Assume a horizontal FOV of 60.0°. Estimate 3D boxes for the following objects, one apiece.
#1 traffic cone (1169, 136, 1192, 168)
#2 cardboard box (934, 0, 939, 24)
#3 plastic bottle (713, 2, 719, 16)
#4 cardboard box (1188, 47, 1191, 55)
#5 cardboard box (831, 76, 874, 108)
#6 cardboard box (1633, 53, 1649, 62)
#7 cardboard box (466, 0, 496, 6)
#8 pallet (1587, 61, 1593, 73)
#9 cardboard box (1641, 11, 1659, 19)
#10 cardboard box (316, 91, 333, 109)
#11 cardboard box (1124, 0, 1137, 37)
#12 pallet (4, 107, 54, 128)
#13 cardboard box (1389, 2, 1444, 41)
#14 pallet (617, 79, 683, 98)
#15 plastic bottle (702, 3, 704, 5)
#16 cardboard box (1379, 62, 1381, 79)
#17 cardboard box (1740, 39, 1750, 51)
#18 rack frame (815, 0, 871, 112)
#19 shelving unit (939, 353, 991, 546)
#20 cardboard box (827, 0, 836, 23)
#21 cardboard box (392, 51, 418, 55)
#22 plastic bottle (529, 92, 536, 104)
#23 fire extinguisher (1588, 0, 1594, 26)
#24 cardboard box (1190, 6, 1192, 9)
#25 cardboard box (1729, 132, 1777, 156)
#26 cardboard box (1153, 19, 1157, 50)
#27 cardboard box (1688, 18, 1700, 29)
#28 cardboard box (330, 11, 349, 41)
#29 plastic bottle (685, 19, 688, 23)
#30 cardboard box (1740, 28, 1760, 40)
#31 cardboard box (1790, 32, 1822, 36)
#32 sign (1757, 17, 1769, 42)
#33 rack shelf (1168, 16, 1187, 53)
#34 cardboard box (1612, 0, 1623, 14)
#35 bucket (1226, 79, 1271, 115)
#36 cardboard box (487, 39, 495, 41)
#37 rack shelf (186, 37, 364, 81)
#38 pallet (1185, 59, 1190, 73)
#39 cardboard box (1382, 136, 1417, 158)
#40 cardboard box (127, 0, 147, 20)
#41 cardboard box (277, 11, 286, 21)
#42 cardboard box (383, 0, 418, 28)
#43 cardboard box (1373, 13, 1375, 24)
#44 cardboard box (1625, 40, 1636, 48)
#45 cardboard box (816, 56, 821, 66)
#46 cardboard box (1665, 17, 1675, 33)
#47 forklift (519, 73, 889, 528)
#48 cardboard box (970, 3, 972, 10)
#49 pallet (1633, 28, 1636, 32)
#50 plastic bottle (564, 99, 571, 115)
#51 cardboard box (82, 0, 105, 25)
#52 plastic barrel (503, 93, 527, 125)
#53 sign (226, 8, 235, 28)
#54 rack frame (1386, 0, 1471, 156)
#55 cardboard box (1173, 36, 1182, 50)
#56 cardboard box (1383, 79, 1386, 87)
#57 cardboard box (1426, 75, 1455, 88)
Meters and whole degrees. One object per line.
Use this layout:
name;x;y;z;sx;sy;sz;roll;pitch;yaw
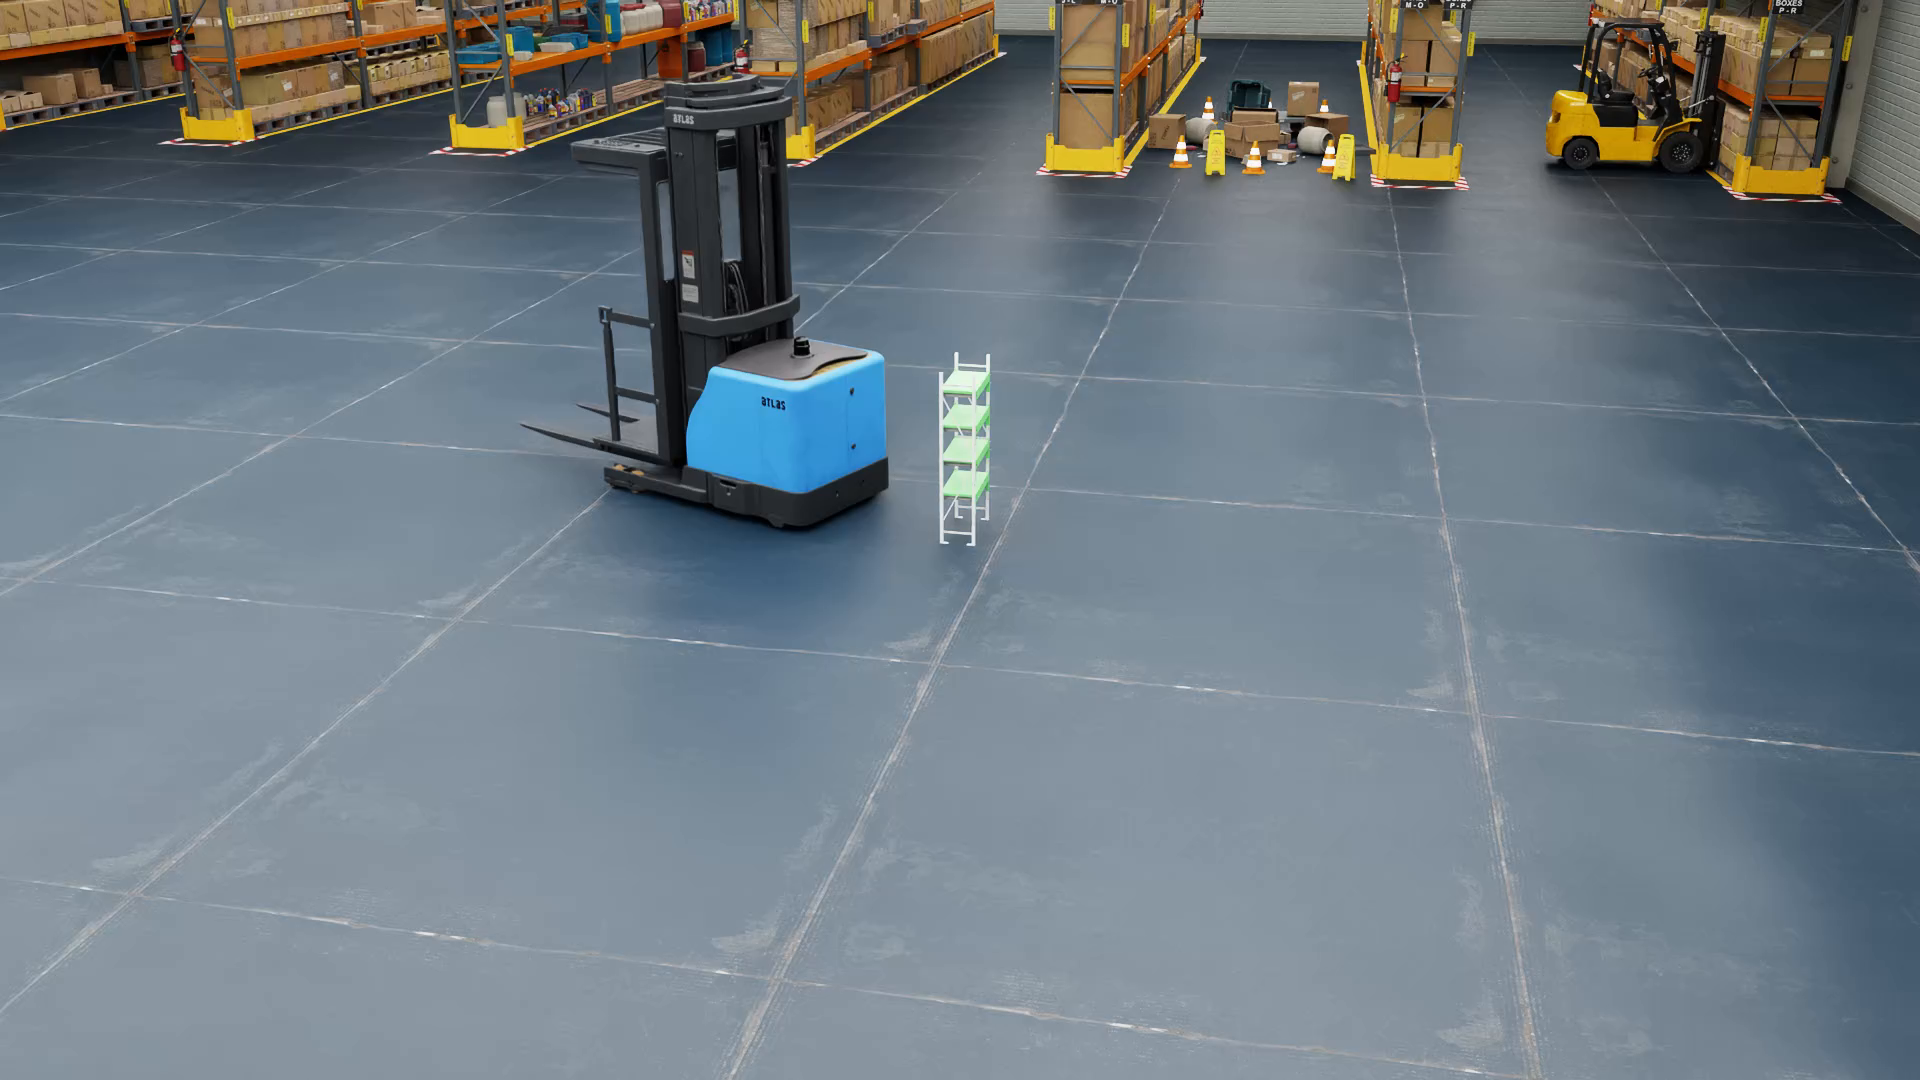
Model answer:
traffic cone;3.409;-5.989;25.605;0.336;0.463;0.334;4;22;11
cardboard box;-0.722;-11.001;34.519;0.500;0.500;0.500;4;22;10
plastic bottle;-5.341;-11.583;36.264;0.152;0.276;0.135;4;22;11
cardboard box;5.050;-11.151;37.883;0.380;0.149;0.250;5;22;11
cardboard box;-1.962;-8.225;30.519;0.700;0.500;0.500;3;22;7
cardboard box;13.600;-9.585;33.053;0.380;0.149;0.250;4;22;11
cardboard box;-10.597;-11.977;36.382;0.700;0.500;0.500;9;24;21
pallet;14.725;-10.601;37.394;1.003;0.211;1.213;4;22;11
cardboard box;13.168;-9.824;31.370;0.500;0.250;0.500;3;22;8
cardboard box;-11.885;-8.081;30.523;0.500;0.250;0.500;4;22;11
cardboard box;2.294;-8.186;26.017;0.875;0.550;0.550;4;22;11
pallet;-17.256;-7.657;30.082;1.003;0.211;1.213;4;22;11
cardboard box;6.668;-7.591;24.317;0.700;0.500;0.500;4;22;10
pallet;-6.337;-9.225;33.975;1.003;0.211;1.213;4;22;11
plastic bottle;-5.741;-11.892;37.133;0.097;0.201;0.097;0;22;0
cardboard box;8.818;-9.447;33.076;0.875;0.875;0.875;5;22;12
cardboard box;11.640;-7.235;24.301;0.380;0.149;0.250;4;22;9
rack frame;-2.108;-8.958;29.581;1.000;3.000;0.127;4;22;11
shelving unit;0.034;-0.617;11.280;0.258;1.200;0.503;4;22;11
cardboard box;-2.336;-8.689;27.042;0.500;0.500;0.500;4;22;11
cardboard box;-11.482;-9.995;34.523;0.500;0.311;0.500;4;22;10
plastic bottle;-7.653;-7.823;29.719;0.144;0.351;0.185;4;22;10
fire extinguisher;14.480;-12.094;37.971;0.296;0.674;0.183;4;22;11
cardboard box;5.150;-12.304;38.225;0.380;0.149;0.250;3;22;9
cardboard box;11.431;-5.716;23.979;0.500;0.250;0.500;4;22;10
cardboard box;3.200;-8.946;29.417;0.500;0.500;0.500;5;22;11
cardboard box;12.366;-8.602;27.695;0.380;0.149;0.250;4;22;9
cardboard box;-11.890;-9.598;31.036;0.700;0.500;0.500;4;22;10
plastic bottle;-5.736;-10.874;34.505;0.152;0.276;0.135;4;22;11
cardboard box;11.619;-7.374;24.248;0.380;0.149;0.250;5;22;12
cardboard box;12.041;-7.145;23.679;0.380;0.149;0.250;5;22;12
sign;11.109;-7.056;22.991;0.100;0.325;0.005;4;22;11
rack shelf;3.951;-10.403;34.133;1.077;0.370;4.000;4;22;11
cardboard box;14.039;-11.209;34.972;0.500;0.250;0.500;5;22;11
bucket;4.956;-7.504;28.318;0.726;0.611;0.620;13;15;29
cardboard box;-10.306;-10.933;37.241;0.500;0.500;0.500;4;22;9
rack shelf;-12.213;-8.649;29.777;1.077;0.370;4.000;4;22;11
pallet;4.709;-10.871;38.063;1.003;0.211;1.213;4;22;11
cardboard box;6.684;-5.984;25.315;0.500;0.250;0.500;4;22;11
cardboard box;-16.518;-10.525;32.748;0.700;0.500;0.500;5;22;11
cardboard box;-12.070;-9.197;29.172;0.380;0.149;0.250;4;22;10
cardboard box;-11.315;-10.609;33.546;0.500;0.500;0.500;3;22;8
cardboard box;8.653;-10.542;33.715;0.500;0.250;0.500;4;22;10
cardboard box;13.812;-10.110;33.958;0.380;0.149;0.250;4;22;10
cardboard box;-2.466;-7.738;26.887;0.380;0.149;0.250;4;22;11
cardboard box;12.837;-9.124;29.525;0.500;0.250;0.500;5;23;13
forklift;-2.023;-1.852;12.028;3.031;2.935;1.130;14;26;32
cardboard box;0.069;-12.139;37.815;0.380;0.149;0.250;4;22;9
pallet;13.662;-9.911;32.204;1.003;0.211;1.213;4;22;11
plastic bottle;-6.966;-7.686;29.487;0.097;0.271;0.097;0;22;0
cardboard box;-16.545;-9.999;31.335;0.500;0.500;0.500;4;22;11
plastic barrel;-7.611;-7.343;28.339;0.421;0.512;0.421;0;22;0
sign;-12.079;-8.645;27.540;0.100;0.325;0.005;4;22;11
rack frame;6.777;-6.740;24.073;1.000;3.000;0.127;4;22;11
cardboard box;4.455;-10.560;35.339;0.500;0.250;0.500;4;22;9
cardboard box;7.021;-7.346;26.825;0.380;0.149;0.250;5;23;13
cardboard box;7.049;-6.731;24.389;0.380;0.149;0.250;5;22;11
